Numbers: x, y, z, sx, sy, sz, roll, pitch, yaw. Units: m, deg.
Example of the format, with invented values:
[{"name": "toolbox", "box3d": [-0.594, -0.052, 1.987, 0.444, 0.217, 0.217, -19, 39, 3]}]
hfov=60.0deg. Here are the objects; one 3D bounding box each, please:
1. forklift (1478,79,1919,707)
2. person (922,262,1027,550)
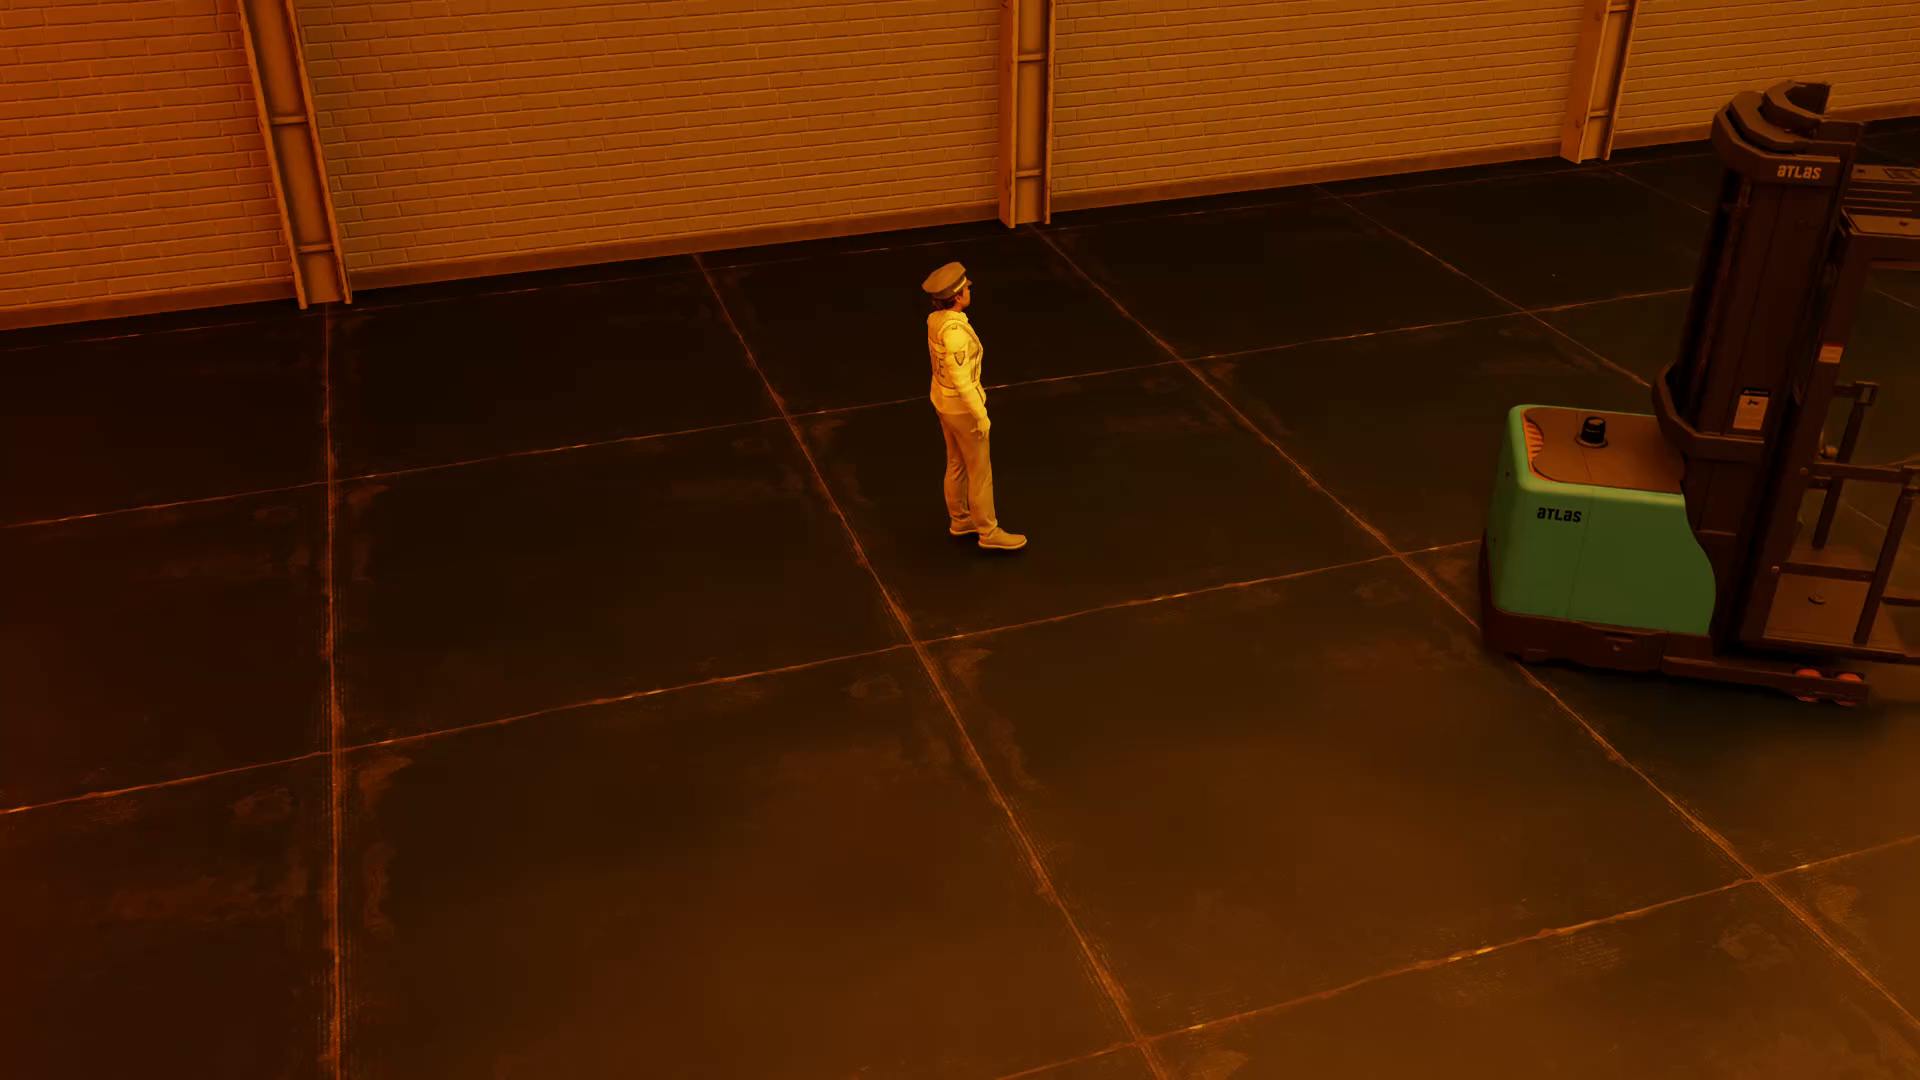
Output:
[{"name": "forklift", "box3d": [4.395, -0.707, 8.316, 3.031, 2.935, 1.130, 6, 31, 11]}, {"name": "person", "box3d": [0.067, -0.783, 9.594, 0.531, 1.695, 0.587, -10, 31, -16]}]
